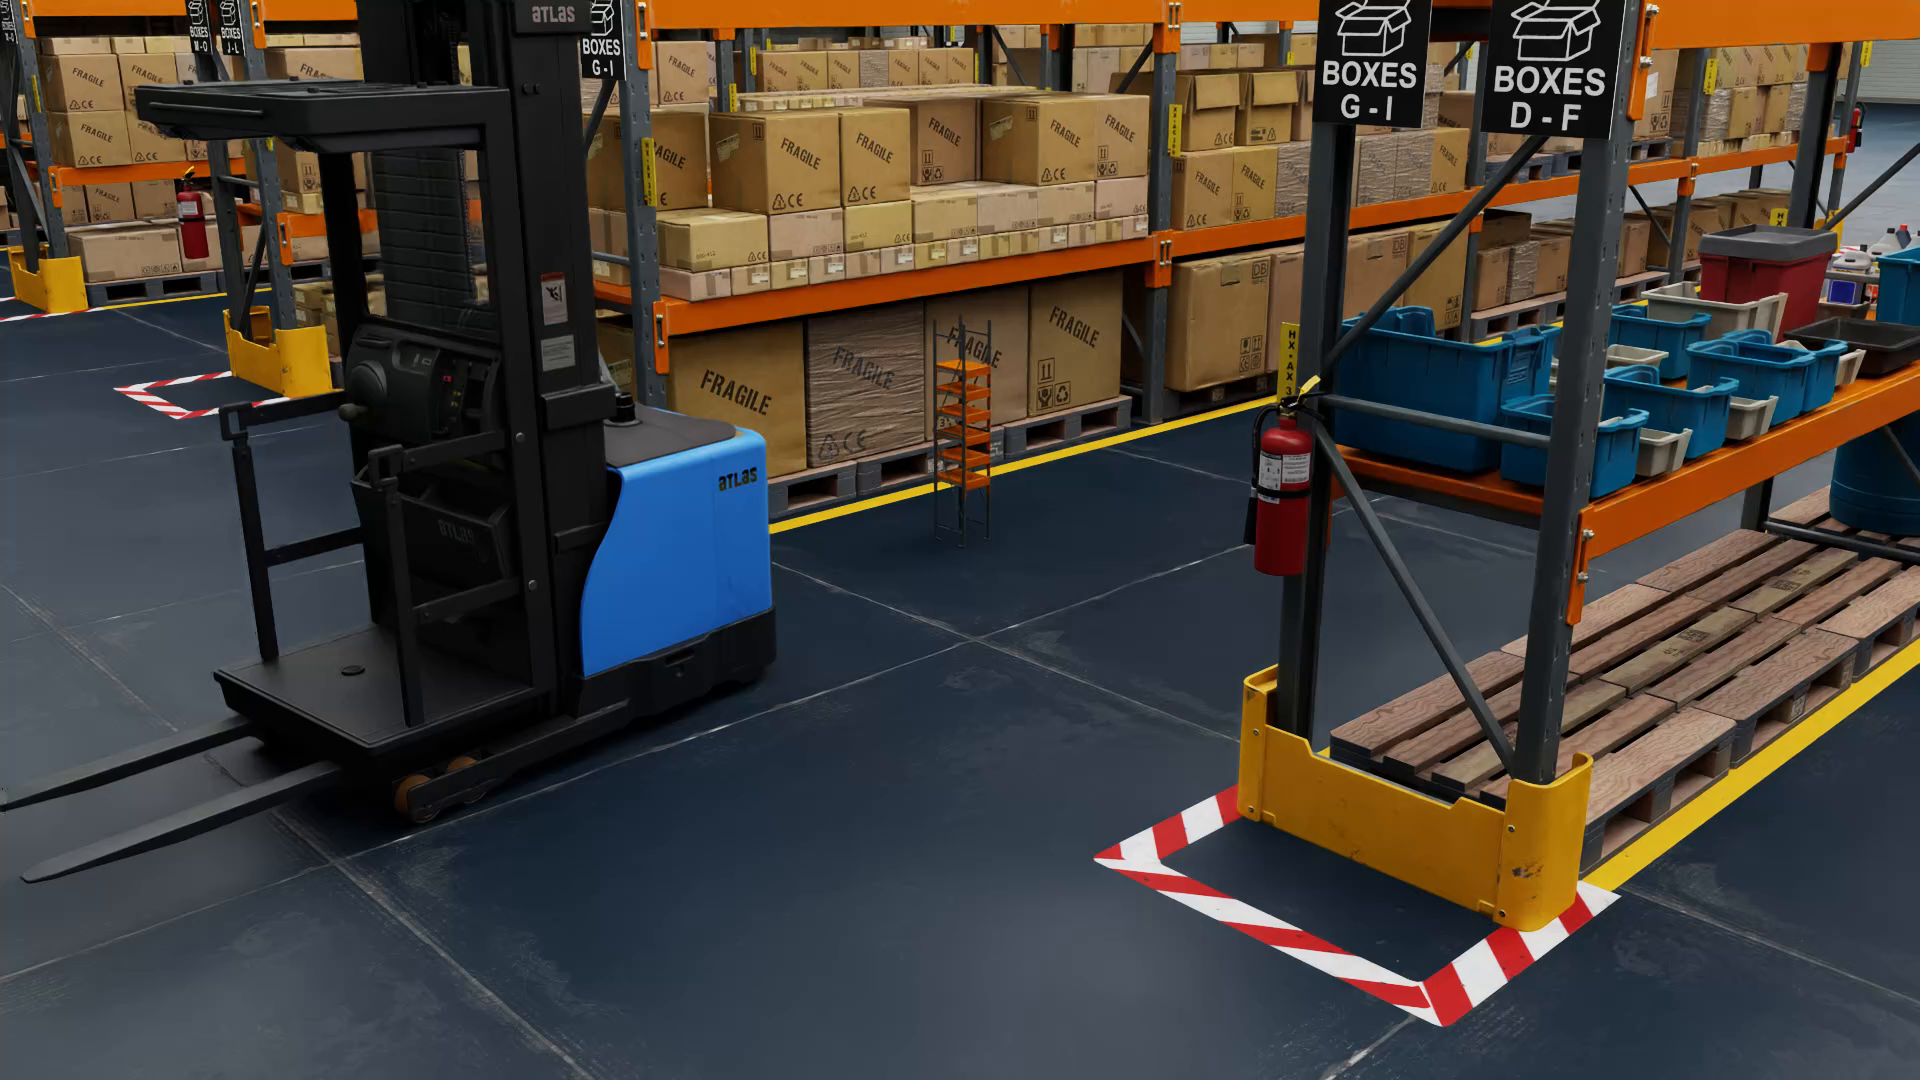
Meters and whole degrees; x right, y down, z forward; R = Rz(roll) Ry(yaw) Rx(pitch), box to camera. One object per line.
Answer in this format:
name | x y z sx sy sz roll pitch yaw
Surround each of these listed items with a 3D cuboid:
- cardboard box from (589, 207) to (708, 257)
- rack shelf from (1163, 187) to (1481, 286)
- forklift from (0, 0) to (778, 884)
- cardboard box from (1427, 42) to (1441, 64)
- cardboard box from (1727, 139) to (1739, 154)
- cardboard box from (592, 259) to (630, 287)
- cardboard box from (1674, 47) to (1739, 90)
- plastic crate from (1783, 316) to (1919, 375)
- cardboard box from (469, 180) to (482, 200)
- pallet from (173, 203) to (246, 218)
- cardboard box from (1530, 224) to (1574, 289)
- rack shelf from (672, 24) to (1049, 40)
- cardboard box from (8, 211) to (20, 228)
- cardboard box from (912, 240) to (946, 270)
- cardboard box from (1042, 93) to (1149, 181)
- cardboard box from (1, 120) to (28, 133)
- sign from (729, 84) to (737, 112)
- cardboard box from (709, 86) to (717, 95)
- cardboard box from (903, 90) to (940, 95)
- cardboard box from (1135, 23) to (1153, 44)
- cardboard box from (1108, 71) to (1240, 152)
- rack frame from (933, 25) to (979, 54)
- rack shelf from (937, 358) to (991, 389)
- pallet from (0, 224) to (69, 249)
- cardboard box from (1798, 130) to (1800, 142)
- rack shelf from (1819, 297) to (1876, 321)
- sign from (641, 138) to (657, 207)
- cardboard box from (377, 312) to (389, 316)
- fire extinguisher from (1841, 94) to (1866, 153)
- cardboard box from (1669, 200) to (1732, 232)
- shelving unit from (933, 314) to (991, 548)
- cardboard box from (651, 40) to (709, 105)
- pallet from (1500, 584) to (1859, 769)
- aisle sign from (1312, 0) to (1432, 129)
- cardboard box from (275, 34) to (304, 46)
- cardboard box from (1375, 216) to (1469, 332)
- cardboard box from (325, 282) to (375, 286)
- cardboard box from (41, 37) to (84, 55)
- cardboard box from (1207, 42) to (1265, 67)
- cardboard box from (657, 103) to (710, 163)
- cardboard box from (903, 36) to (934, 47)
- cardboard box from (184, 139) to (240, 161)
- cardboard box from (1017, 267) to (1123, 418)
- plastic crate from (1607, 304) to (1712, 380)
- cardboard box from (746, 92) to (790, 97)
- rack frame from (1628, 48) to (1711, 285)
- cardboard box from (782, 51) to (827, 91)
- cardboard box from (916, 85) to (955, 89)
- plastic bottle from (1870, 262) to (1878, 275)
cardboard box | -1.729 -1.709 9.154 0.500 0.250 0.500 -17 24 -42
rack shelf | 2.460 -2.406 12.709 4.000 0.370 1.077 -16 24 -41
forklift | -2.118 -0.566 5.977 1.130 2.935 3.031 14 23 38
cardboard box | 5.760 -6.378 21.800 0.550 0.550 0.875 -16 24 -41
cardboard box | 7.711 -4.043 16.998 0.250 0.149 0.380 -16 24 -41
cardboard box | -1.867 -1.507 9.176 0.250 0.149 0.380 -16 24 -40
cardboard box | 7.322 -4.723 16.422 0.500 0.500 0.500 -16 24 -41
plastic crate | 3.781 -0.815 6.984 0.590 0.125 0.437 -16 24 -41
cardboard box | -3.877 -2.777 13.095 0.250 0.149 0.380 -17 24 -42
pallet | -9.714 -4.185 21.551 1.213 0.211 1.003 -16 24 -41
cardboard box | 5.593 -2.699 15.786 0.700 0.500 0.500 15 23 39
rack shelf | -0.874 -4.966 15.741 4.000 0.370 1.077 -16 24 -41
cardboard box | -11.276 -3.843 19.915 0.380 0.149 0.250 17 24 42
cardboard box | -0.298 -1.685 9.726 0.250 0.149 0.380 -17 25 -42
cardboard box | 0.857 -2.594 10.667 0.500 0.500 0.500 -15 23 -39
cardboard box | -11.148 -4.866 19.536 0.250 0.149 0.380 -15 23 -39
sign | -1.949 -3.749 14.282 0.005 0.325 0.100 -16 24 -41
cardboard box | -3.072 -5.400 20.209 0.500 0.250 0.500 -16 24 -41
cardboard box | -0.403 -4.188 15.801 0.250 0.149 0.380 -15 23 -38
cardboard box | 2.697 -7.596 25.283 0.500 0.500 0.700 -17 25 -42
cardboard box | 1.466 -2.987 11.544 0.637 0.503 0.797 -17 25 -42
rack frame | 0.011 -6.241 23.369 0.127 3.000 1.000 -16 24 -41
rack shelf | 0.011 -0.874 8.712 0.180 0.103 0.258 -16 24 -41
pallet | -11.487 -3.668 19.957 1.213 0.211 1.003 -16 24 -41
cardboard box | 9.141 -4.474 18.329 0.250 0.149 0.380 -16 24 -41
rack shelf | 5.863 -1.296 9.286 4.000 0.370 1.077 -16 24 -41
sign | -1.522 -1.801 8.144 0.005 0.325 0.100 -16 24 -41
cardboard box | -4.439 -1.694 12.805 0.250 0.149 0.380 -16 24 -41
fire extinguisher | 10.126 -4.752 18.902 0.183 0.674 0.296 -16 24 -41
cardboard box | 7.946 -3.379 17.914 0.500 0.500 0.500 15 23 39
shelving unit | 0.011 -0.574 8.809 0.189 1.200 0.258 -16 24 -41
cardboard box | -2.483 -3.962 14.076 0.500 0.500 0.500 17 24 42
pallet | 3.016 0.536 6.989 1.213 0.211 1.003 -16 24 -41
aisle sign | 1.250 -1.654 5.008 0.004 0.787 0.394 -16 24 -41
cardboard box | -6.779 -4.984 16.658 0.250 0.149 0.380 -17 24 -42
cardboard box | 3.398 -2.220 13.732 1.225 0.875 0.875 17 24 41
cardboard box | -4.801 -1.946 13.100 0.250 0.149 0.380 -16 24 -40
cardboard box | -8.260 -4.543 15.298 0.250 0.149 0.380 -16 24 -40
cardboard box | 3.129 -5.569 19.516 0.500 0.500 0.700 -17 24 -42
cardboard box | -2.484 -3.481 14.213 0.500 0.500 0.500 -16 24 -41
cardboard box | -0.573 -6.918 23.080 0.250 0.149 0.380 -16 24 -41
cardboard box | -7.431 -4.000 16.296 0.500 0.500 0.500 -16 24 -41
cardboard box | 0.473 -1.392 11.178 0.875 0.875 0.875 -16 24 -41
plastic crate | 2.820 -0.809 6.789 0.300 0.233 0.416 -16 24 -41
cardboard box | -1.786 -4.061 15.409 0.380 0.149 0.250 17 25 42
rack frame | 6.820 -4.020 16.520 0.127 3.000 1.000 -16 24 -41
cardboard box | -2.035 -5.937 21.109 0.500 0.500 0.500 -15 23 -38
cardboard box | -0.264 -4.505 16.779 0.250 0.149 0.380 -16 24 -41
plastic bottle | 4.679 -1.322 8.519 0.097 0.201 0.097 0 18 0
